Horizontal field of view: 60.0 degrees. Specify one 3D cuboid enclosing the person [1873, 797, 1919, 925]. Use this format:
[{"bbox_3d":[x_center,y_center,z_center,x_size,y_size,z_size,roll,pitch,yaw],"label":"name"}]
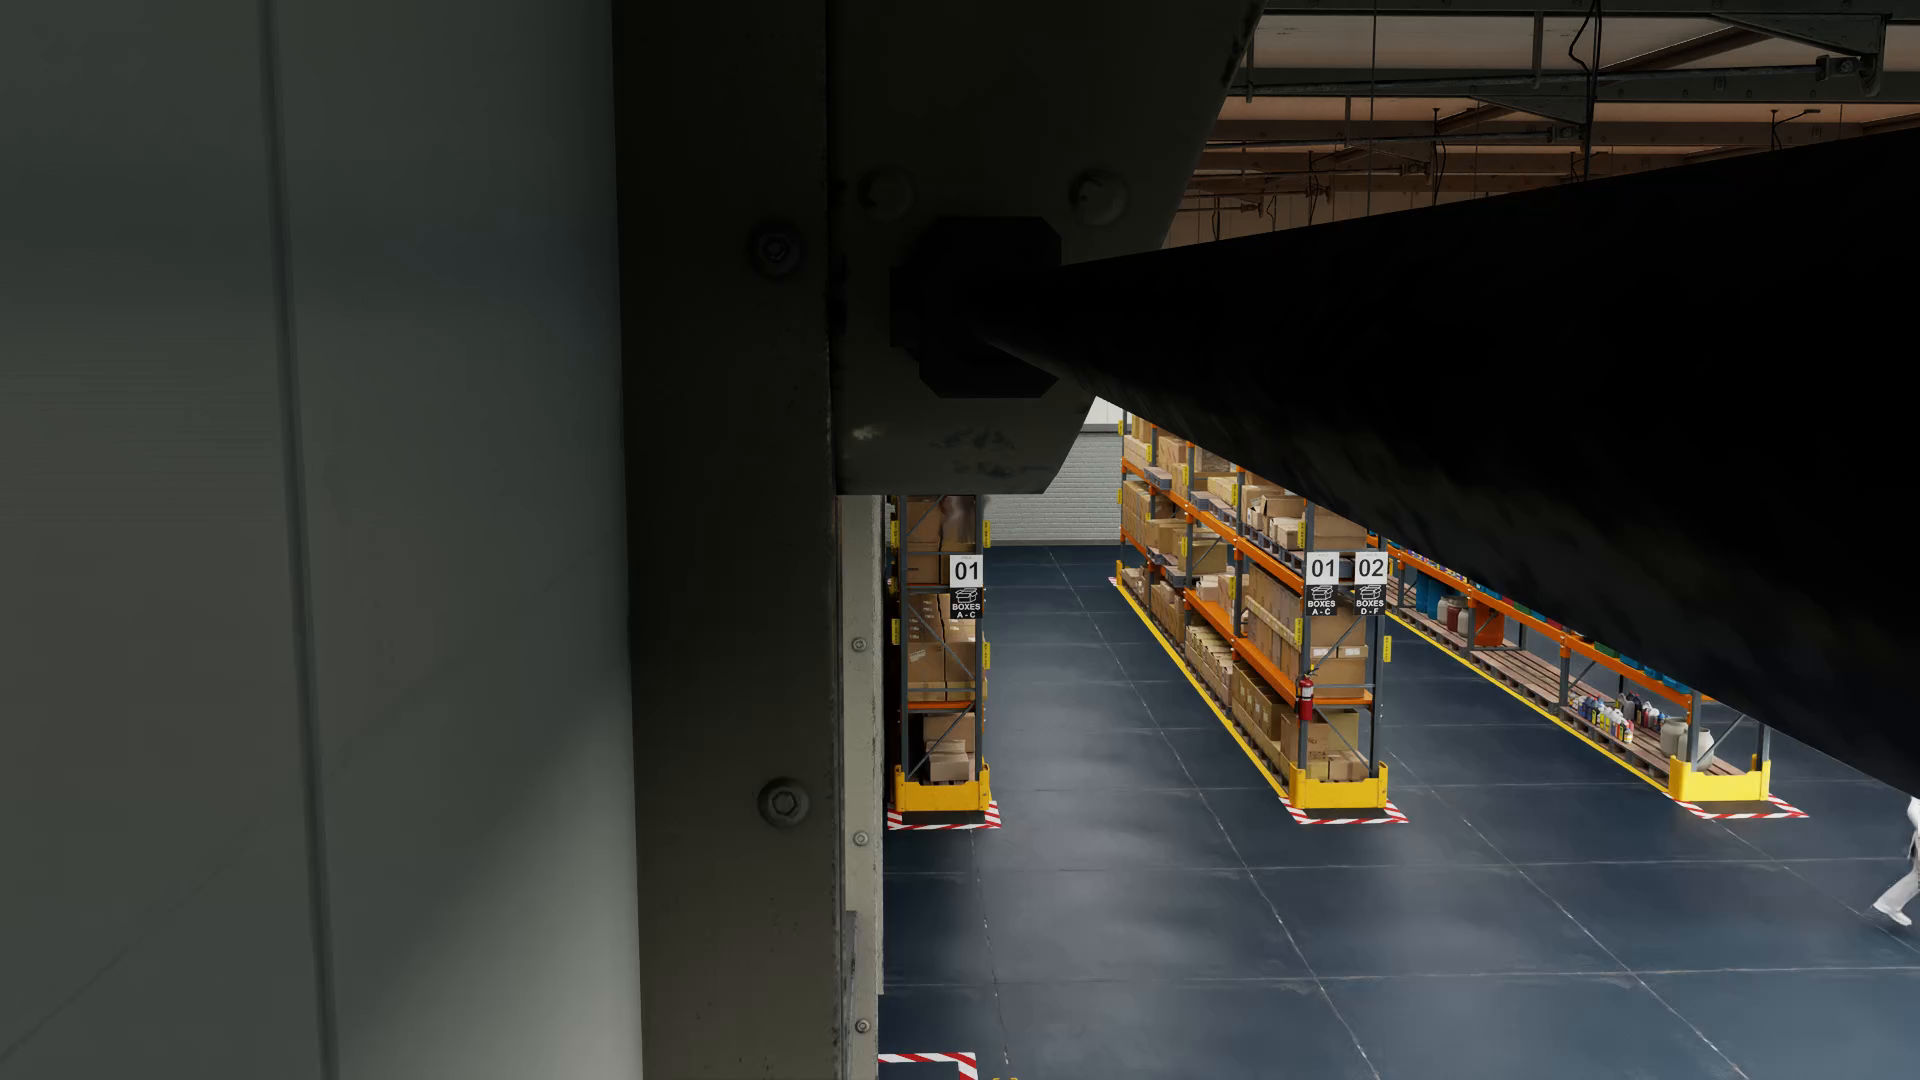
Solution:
[{"bbox_3d":[9.601,3.034,16.466,0.876,1.822,0.694,4,9,23],"label":"person"}]
